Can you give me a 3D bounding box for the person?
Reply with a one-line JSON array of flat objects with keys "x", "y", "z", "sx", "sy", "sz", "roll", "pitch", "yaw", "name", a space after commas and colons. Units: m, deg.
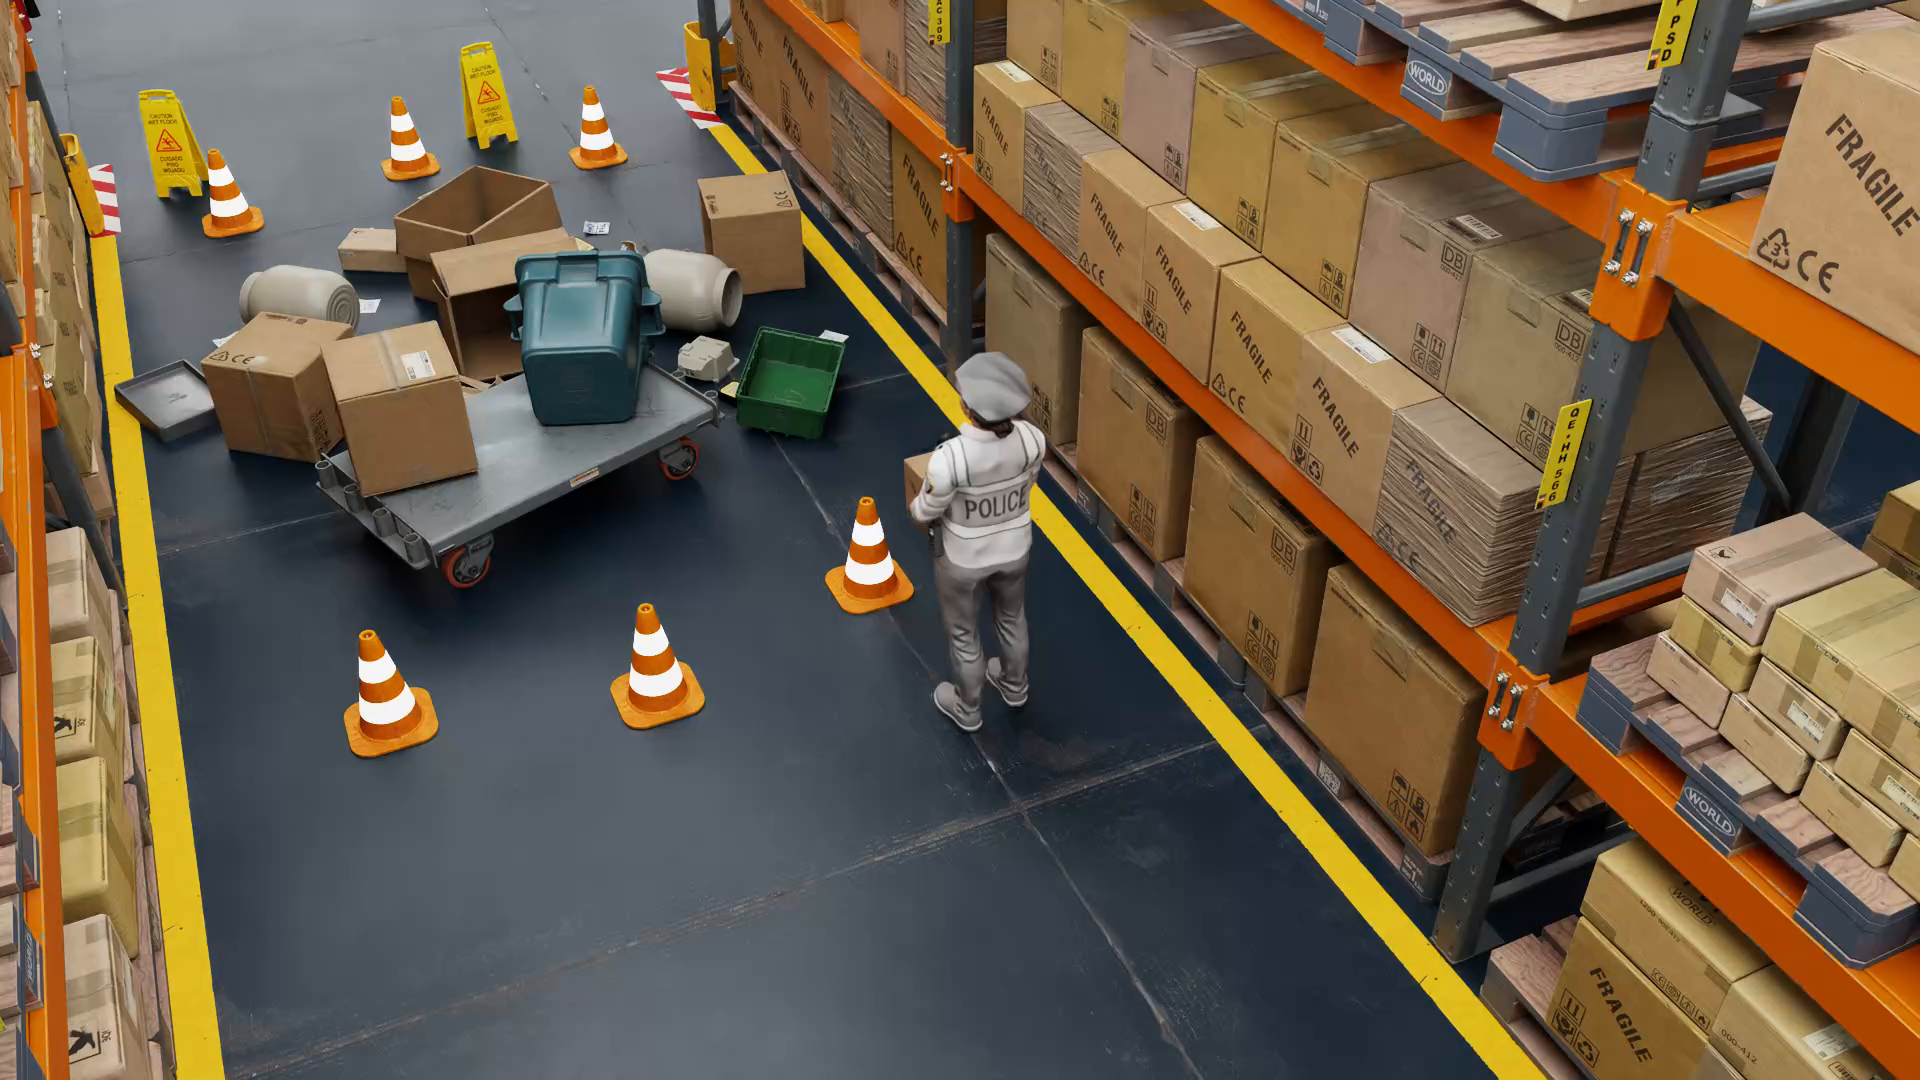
[{"x": 0.058, "y": 0.007, "z": 6.109, "sx": 0.492, "sy": 1.701, "sz": 0.539, "roll": -16, "pitch": 40, "yaw": -20, "name": "person"}]
